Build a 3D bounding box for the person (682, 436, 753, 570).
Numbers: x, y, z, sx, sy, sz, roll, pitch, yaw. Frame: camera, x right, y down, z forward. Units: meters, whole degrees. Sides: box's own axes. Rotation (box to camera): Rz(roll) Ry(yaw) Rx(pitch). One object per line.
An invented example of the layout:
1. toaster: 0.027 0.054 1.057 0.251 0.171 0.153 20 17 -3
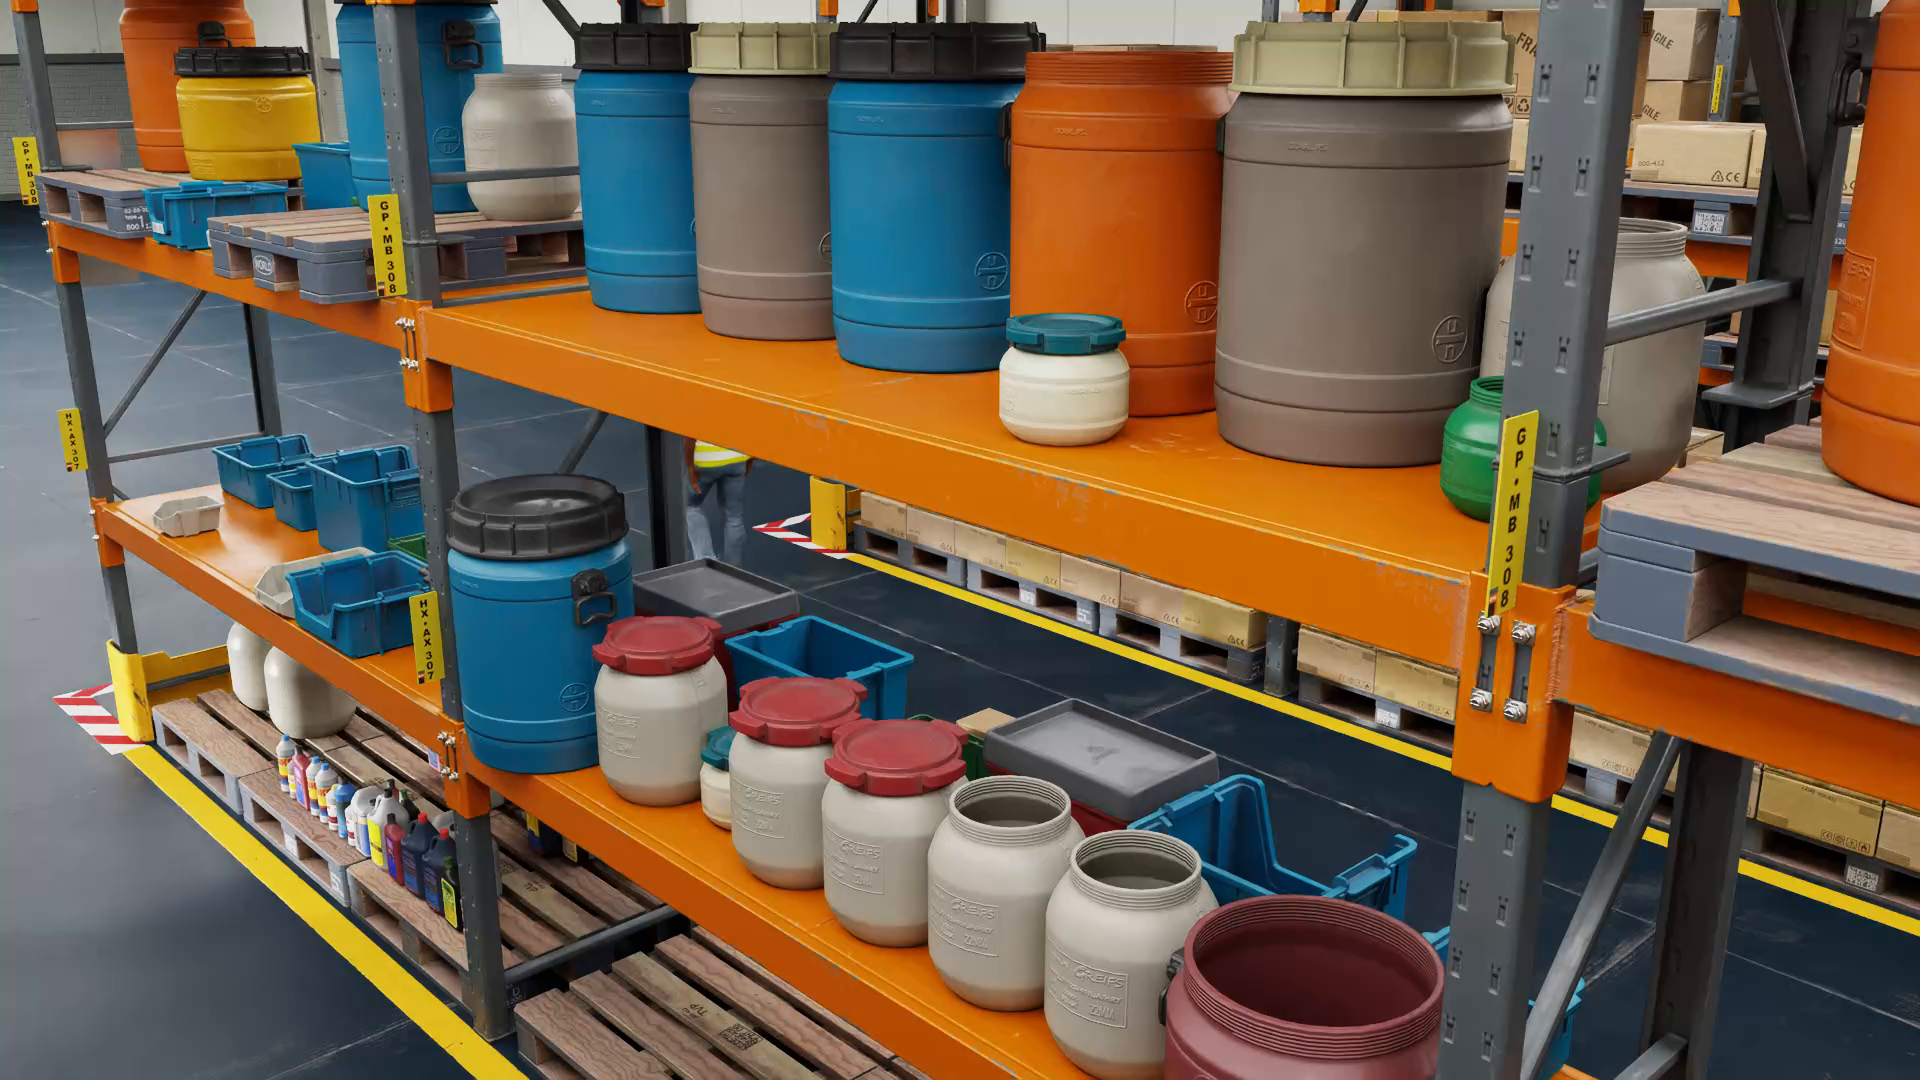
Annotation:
1. person: -1.633 -0.527 11.194 0.569 1.803 0.478 -9 19 -26
